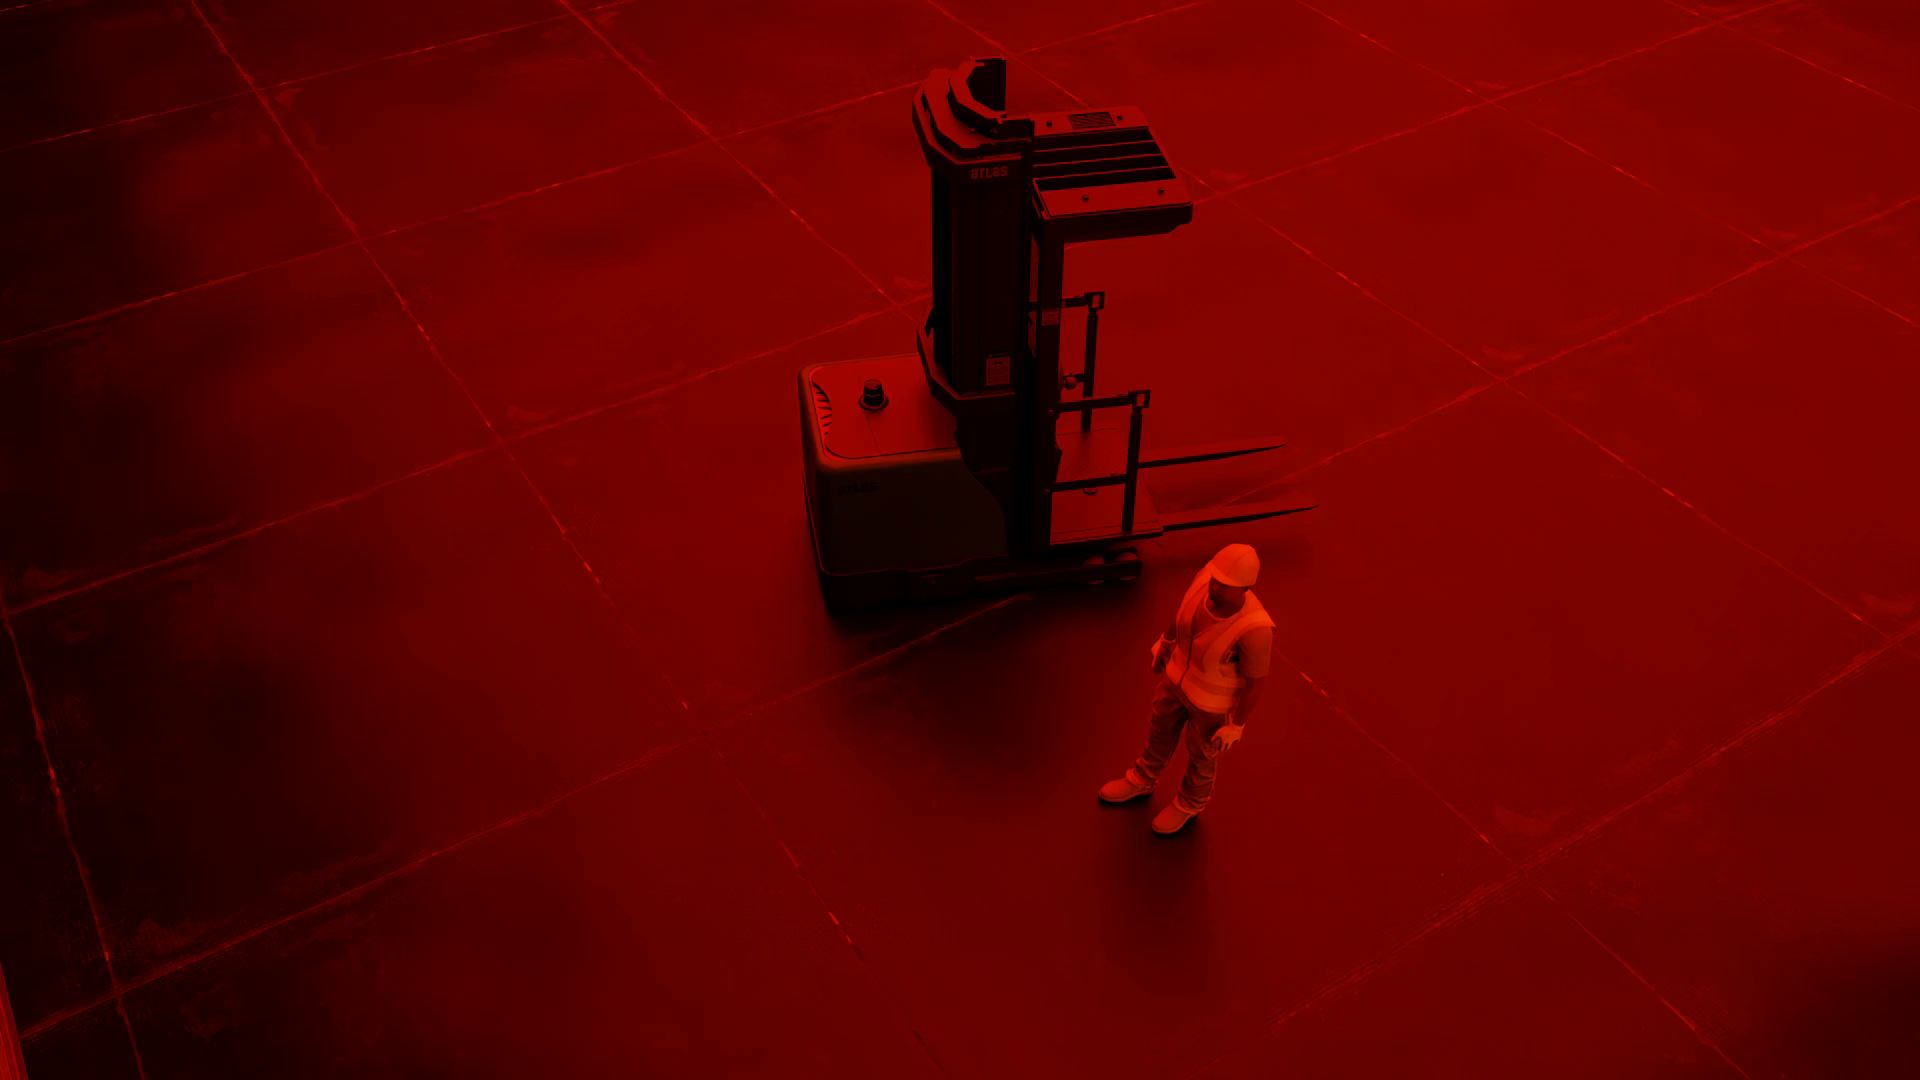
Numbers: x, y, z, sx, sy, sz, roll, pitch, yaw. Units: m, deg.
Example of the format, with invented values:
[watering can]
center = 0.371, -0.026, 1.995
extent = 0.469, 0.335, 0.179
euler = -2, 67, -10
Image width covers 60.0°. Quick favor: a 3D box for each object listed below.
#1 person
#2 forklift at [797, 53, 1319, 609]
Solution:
[person]
center = 1.094, 0.726, 7.902
extent = 0.576, 1.785, 0.655
euler = -20, 45, -21
[forklift]
center = 0.614, -1.179, 9.221
extent = 3.031, 2.935, 1.130
euler = -7, 42, -8
